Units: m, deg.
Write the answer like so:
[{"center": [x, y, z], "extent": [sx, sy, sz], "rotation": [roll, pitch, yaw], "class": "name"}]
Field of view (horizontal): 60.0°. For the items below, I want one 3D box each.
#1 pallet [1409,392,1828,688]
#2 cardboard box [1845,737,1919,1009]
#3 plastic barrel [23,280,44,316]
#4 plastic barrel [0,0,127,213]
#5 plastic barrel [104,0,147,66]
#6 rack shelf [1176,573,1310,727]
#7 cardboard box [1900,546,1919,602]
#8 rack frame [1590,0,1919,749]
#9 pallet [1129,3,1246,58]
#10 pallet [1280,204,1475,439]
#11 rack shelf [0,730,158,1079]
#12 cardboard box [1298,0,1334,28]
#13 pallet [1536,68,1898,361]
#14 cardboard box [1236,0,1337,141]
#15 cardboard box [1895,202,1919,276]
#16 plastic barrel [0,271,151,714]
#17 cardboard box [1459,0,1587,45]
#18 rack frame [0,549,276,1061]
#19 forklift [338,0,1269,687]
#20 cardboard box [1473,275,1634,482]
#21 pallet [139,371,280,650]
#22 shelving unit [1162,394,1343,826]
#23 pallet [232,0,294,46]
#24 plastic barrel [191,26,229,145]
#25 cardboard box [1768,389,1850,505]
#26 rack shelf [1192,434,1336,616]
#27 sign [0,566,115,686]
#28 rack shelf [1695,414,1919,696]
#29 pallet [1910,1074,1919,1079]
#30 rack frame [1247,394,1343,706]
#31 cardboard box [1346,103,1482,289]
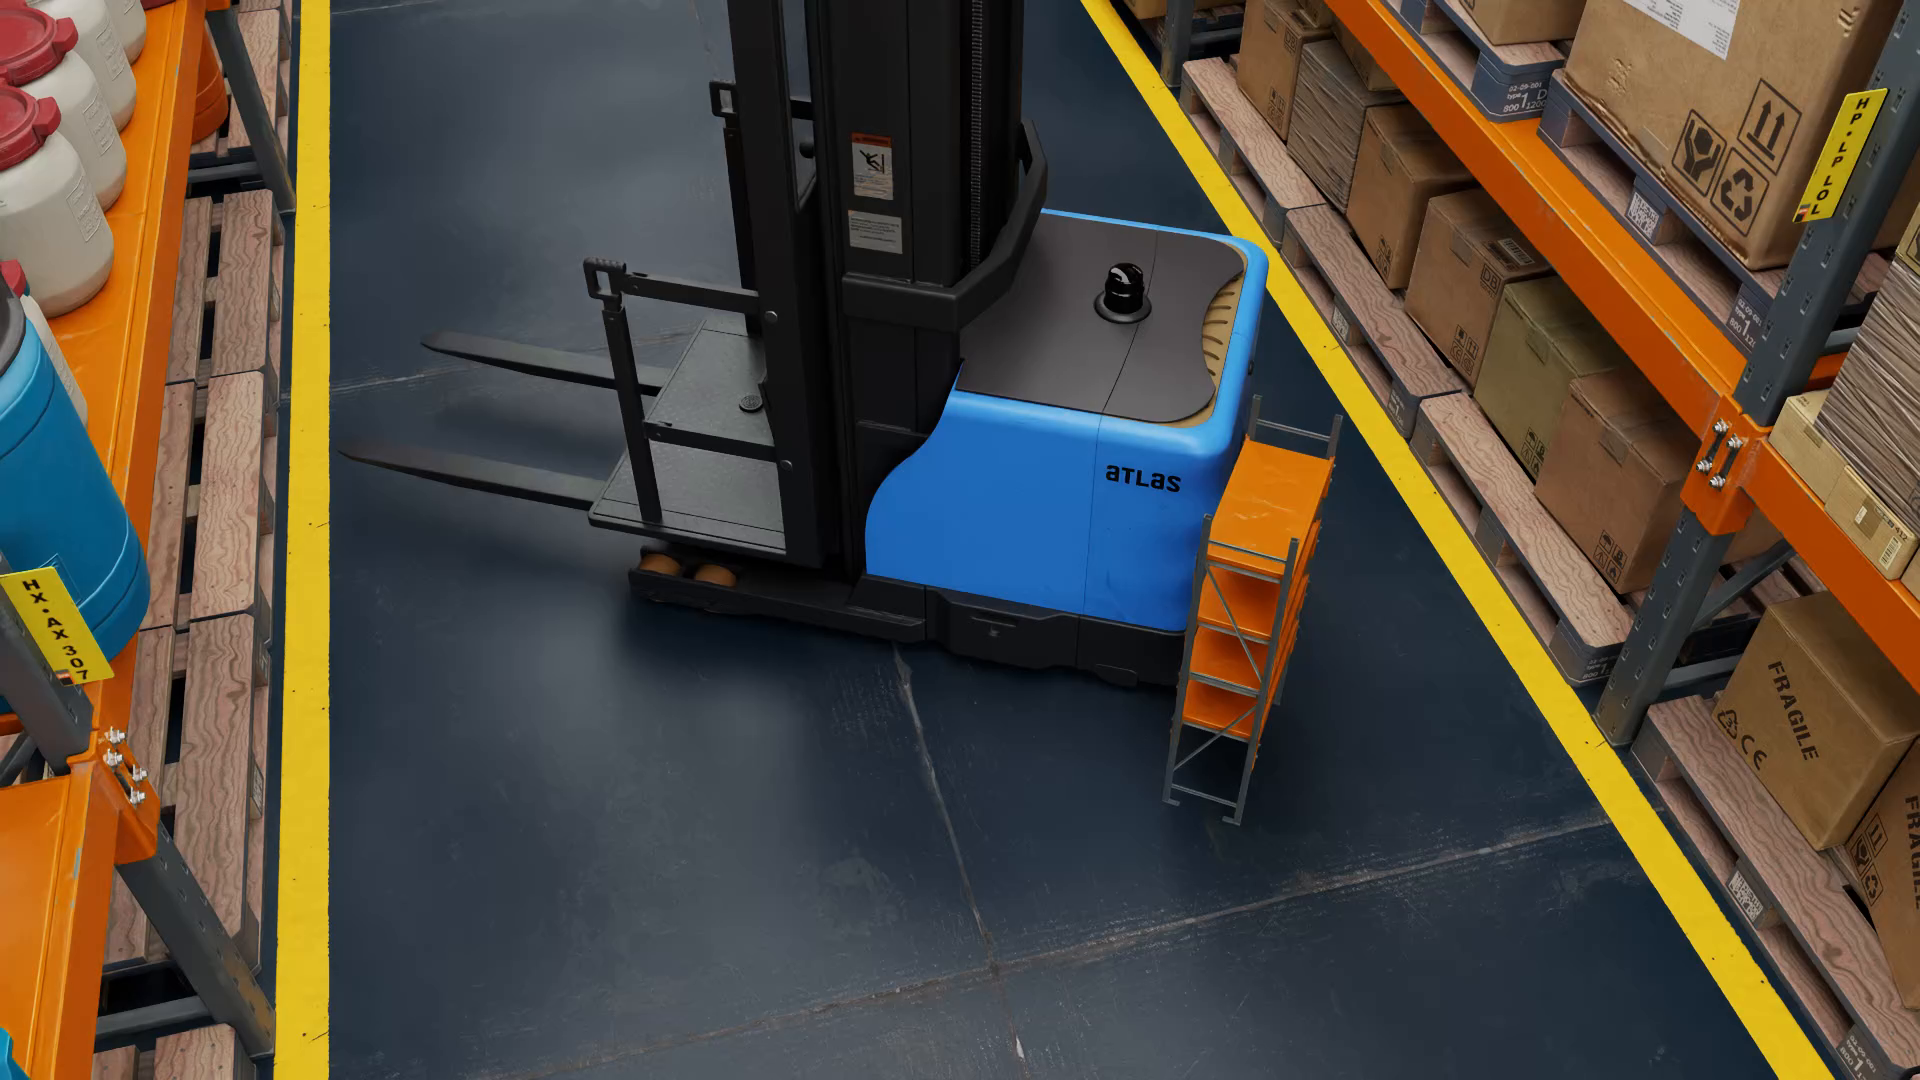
[{"center": [2.272, -0.102, 5.703], "extent": [1.003, 0.211, 1.213], "rotation": [-11, 47, -10], "class": "pallet"}, {"center": [2.690, 0.864, 4.259], "extent": [0.500, 0.500, 0.500], "rotation": [3, 46, 2], "class": "cardboard box"}, {"center": [-2.506, -0.529, 4.265], "extent": [0.301, 0.262, 0.301], "rotation": [0, 46, 0], "class": "plastic barrel"}, {"center": [-2.647, -1.189, 4.720], "extent": [0.433, 0.535, 0.433], "rotation": [0, 46, 0], "class": "plastic barrel"}, {"center": [-2.870, -1.765, 5.301], "extent": [0.421, 0.512, 0.421], "rotation": [0, 46, 0], "class": "plastic barrel"}, {"center": [0.808, 0.275, 4.734], "extent": [0.258, 0.148, 0.480], "rotation": [16, 48, 15], "class": "rack shelf"}, {"center": [2.379, 0.093, 3.735], "extent": [0.380, 0.149, 0.250], "rotation": [-11, 47, -10], "class": "cardboard box"}, {"center": [2.472, -0.541, 4.180], "extent": [1.000, 3.000, 0.127], "rotation": [-11, 47, -10], "class": "rack frame"}, {"center": [1.319, -2.885, 8.429], "extent": [1.003, 0.211, 1.213], "rotation": [-11, 47, -10], "class": "pallet"}, {"center": [1.956, -0.946, 6.530], "extent": [1.003, 0.211, 1.213], "rotation": [-11, 47, -10], "class": "pallet"}, {"center": [-1.804, 1.997, 2.196], "extent": [1.077, 0.370, 4.000], "rotation": [-11, 47, -10], "class": "rack shelf"}, {"center": [1.649, -2.387, 6.906], "extent": [0.500, 0.250, 0.500], "rotation": [-9, 46, -9], "class": "cardboard box"}, {"center": [2.417, -1.028, 4.792], "extent": [1.003, 0.211, 1.213], "rotation": [-11, 47, -10], "class": "pallet"}, {"center": [1.639, -2.123, 7.172], "extent": [0.700, 0.500, 0.500], "rotation": [-13, 47, -12], "class": "cardboard box"}, {"center": [2.342, -0.673, 3.331], "extent": [0.500, 0.500, 0.500], "rotation": [-11, 47, -10], "class": "cardboard box"}, {"center": [-2.122, -0.133, 3.429], "extent": [0.600, 0.901, 0.708], "rotation": [-11, 47, -10], "class": "plastic barrel"}, {"center": [1.939, -1.904, 5.150], "extent": [0.797, 0.503, 0.637], "rotation": [-6, 46, -6], "class": "cardboard box"}, {"center": [-2.316, 0.364, 3.293], "extent": [1.000, 3.000, 0.127], "rotation": [-11, 47, -10], "class": "rack frame"}, {"center": [-0.603, -1.138, 4.813], "extent": [3.031, 2.935, 1.130], "rotation": [10, 47, 10], "class": "forklift"}, {"center": [2.232, -0.581, 5.661], "extent": [0.700, 0.500, 0.500], "rotation": [-11, 47, -11], "class": "cardboard box"}, {"center": [-2.870, -0.039, 5.640], "extent": [1.003, 0.211, 1.213], "rotation": [-11, 47, -10], "class": "pallet"}, {"center": [0.808, 0.228, 4.686], "extent": [0.258, 1.200, 0.503], "rotation": [16, 48, 15], "class": "shelving unit"}, {"center": [-3.890, -2.799, 8.345], "extent": [1.003, 0.211, 1.213], "rotation": [-11, 47, -10], "class": "pallet"}, {"center": [-3.481, -2.119, 6.952], "extent": [0.600, 0.830, 0.708], "rotation": [-11, 47, -10], "class": "plastic barrel"}, {"center": [2.237, -0.250, 4.070], "extent": [0.380, 0.149, 0.250], "rotation": [-11, 47, -10], "class": "cardboard box"}, {"center": [0.808, -0.047, 4.406], "extent": [0.258, 0.148, 0.480], "rotation": [16, 48, 15], "class": "rack shelf"}, {"center": [-1.781, 0.175, 3.285], "extent": [0.100, 0.325, 0.005], "rotation": [-11, 47, -10], "class": "sign"}, {"center": [2.984, 1.091, 3.084], "extent": [1.077, 0.370, 4.000], "rotation": [-11, 47, -10], "class": "rack shelf"}, {"center": [2.994, 1.736, 3.901], "extent": [1.003, 0.211, 1.213], "rotation": [-11, 47, -10], "class": "pallet"}, {"center": [0.898, 0.066, 4.845], "extent": [0.240, 1.200, 0.015], "rotation": [16, 48, 15], "class": "rack frame"}, {"center": [1.945, -1.352, 6.417], "extent": [0.700, 0.500, 0.500], "rotation": [-7, 46, -7], "class": "cardboard box"}]
